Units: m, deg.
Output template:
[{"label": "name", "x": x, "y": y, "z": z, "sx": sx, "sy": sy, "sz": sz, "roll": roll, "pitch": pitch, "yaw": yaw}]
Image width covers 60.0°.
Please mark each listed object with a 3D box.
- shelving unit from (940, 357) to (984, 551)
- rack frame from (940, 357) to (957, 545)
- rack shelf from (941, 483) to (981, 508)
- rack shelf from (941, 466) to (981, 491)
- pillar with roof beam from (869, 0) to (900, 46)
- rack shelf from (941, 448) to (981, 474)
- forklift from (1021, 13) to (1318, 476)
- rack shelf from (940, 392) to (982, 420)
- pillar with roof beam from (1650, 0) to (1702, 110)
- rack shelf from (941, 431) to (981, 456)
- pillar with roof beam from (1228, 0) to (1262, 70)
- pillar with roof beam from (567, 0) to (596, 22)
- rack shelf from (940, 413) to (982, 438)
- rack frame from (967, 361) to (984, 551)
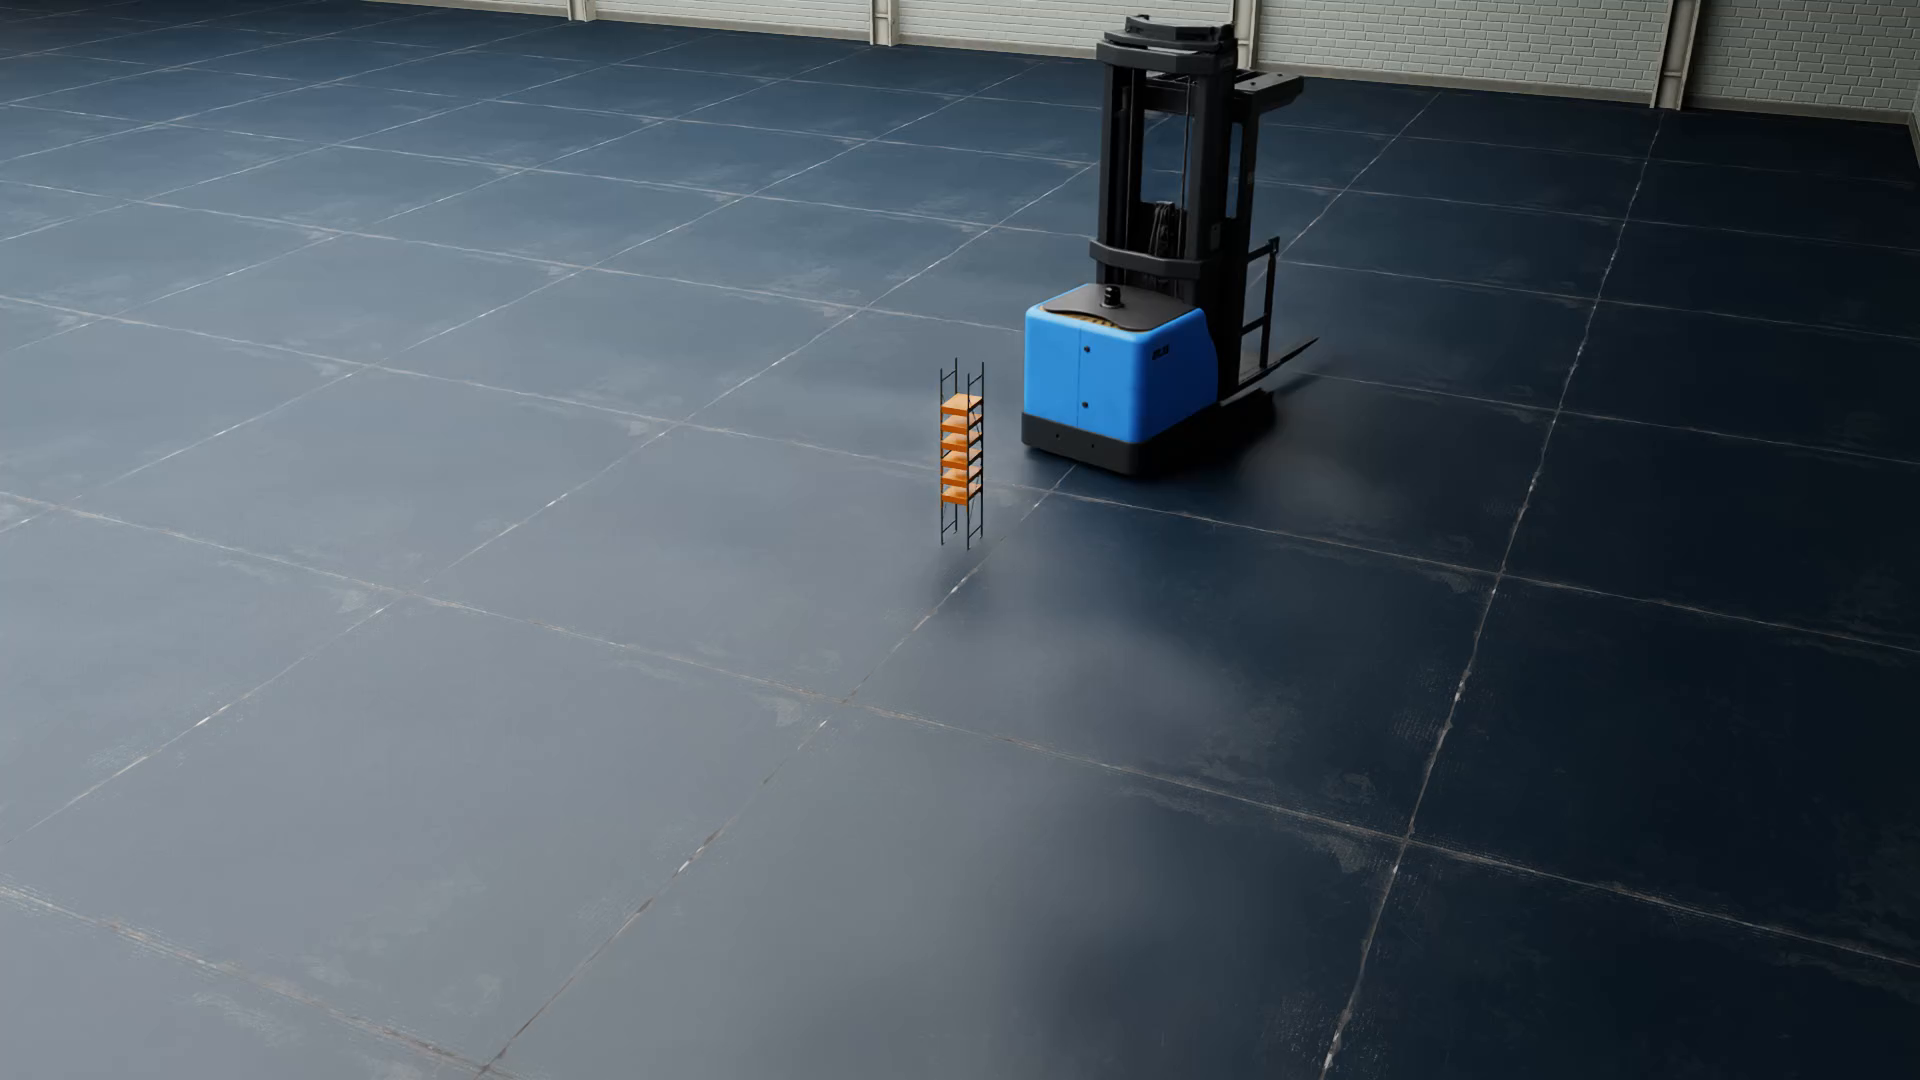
[{"label": "shelving unit", "x": 0.013, "y": -0.536, "z": 10.480, "sx": 0.189, "sy": 1.200, "sz": 0.258, "roll": 11, "pitch": 28, "yaw": 22}, {"label": "rack frame", "x": -0.070, "y": -0.552, "z": 10.514, "sx": 0.006, "sy": 1.200, "sz": 0.240, "roll": 11, "pitch": 28, "yaw": 22}, {"label": "rack shelf", "x": 0.013, "y": -0.280, "z": 10.605, "sx": 0.180, "sy": 0.103, "sz": 0.258, "roll": 11, "pitch": 28, "yaw": 22}, {"label": "rack shelf", "x": 0.013, "y": -0.388, "z": 10.552, "sx": 0.180, "sy": 0.103, "sz": 0.258, "roll": 11, "pitch": 28, "yaw": 22}, {"label": "pillar with roof beam", "x": -3.015, "y": -10.447, "z": 21.781, "sx": 0.400, "sy": 9.000, "sz": 9.100, "roll": 11, "pitch": 28, "yaw": 22}, {"label": "rack shelf", "x": 0.013, "y": -0.496, "z": 10.499, "sx": 0.180, "sy": 0.103, "sz": 0.258, "roll": 11, "pitch": 28, "yaw": 22}, {"label": "forklift", "x": 1.745, "y": -2.346, "z": 12.196, "sx": 1.130, "sy": 2.935, "sz": 3.031, "roll": 19, "pitch": 32, "yaw": 33}, {"label": "rack shelf", "x": 0.013, "y": -0.819, "z": 10.340, "sx": 0.180, "sy": 0.103, "sz": 0.258, "roll": 11, "pitch": 28, "yaw": 22}, {"label": "pillar with roof beam", "x": 7.909, "y": -8.253, "z": 17.325, "sx": 0.400, "sy": 9.000, "sz": 9.100, "roll": 11, "pitch": 28, "yaw": 22}, {"label": "rack shelf", "x": 0.013, "y": -0.603, "z": 10.446, "sx": 0.180, "sy": 0.103, "sz": 0.258, "roll": 11, "pitch": 28, "yaw": 22}, {"label": "pillar with roof beam", "x": 2.447, "y": -9.350, "z": 19.553, "sx": 0.400, "sy": 9.000, "sz": 9.100, "roll": 11, "pitch": 28, "yaw": 22}, {"label": "pillar with roof beam", "x": -8.476, "y": -11.544, "z": 24.010, "sx": 0.400, "sy": 9.000, "sz": 9.100, "roll": 11, "pitch": 28, "yaw": 22}, {"label": "rack shelf", "x": 0.013, "y": -0.711, "z": 10.393, "sx": 0.180, "sy": 0.103, "sz": 0.258, "roll": 11, "pitch": 28, "yaw": 22}, {"label": "rack frame", "x": 0.096, "y": -0.519, "z": 10.446, "sx": 0.006, "sy": 1.200, "sz": 0.240, "roll": 11, "pitch": 28, "yaw": 22}]
